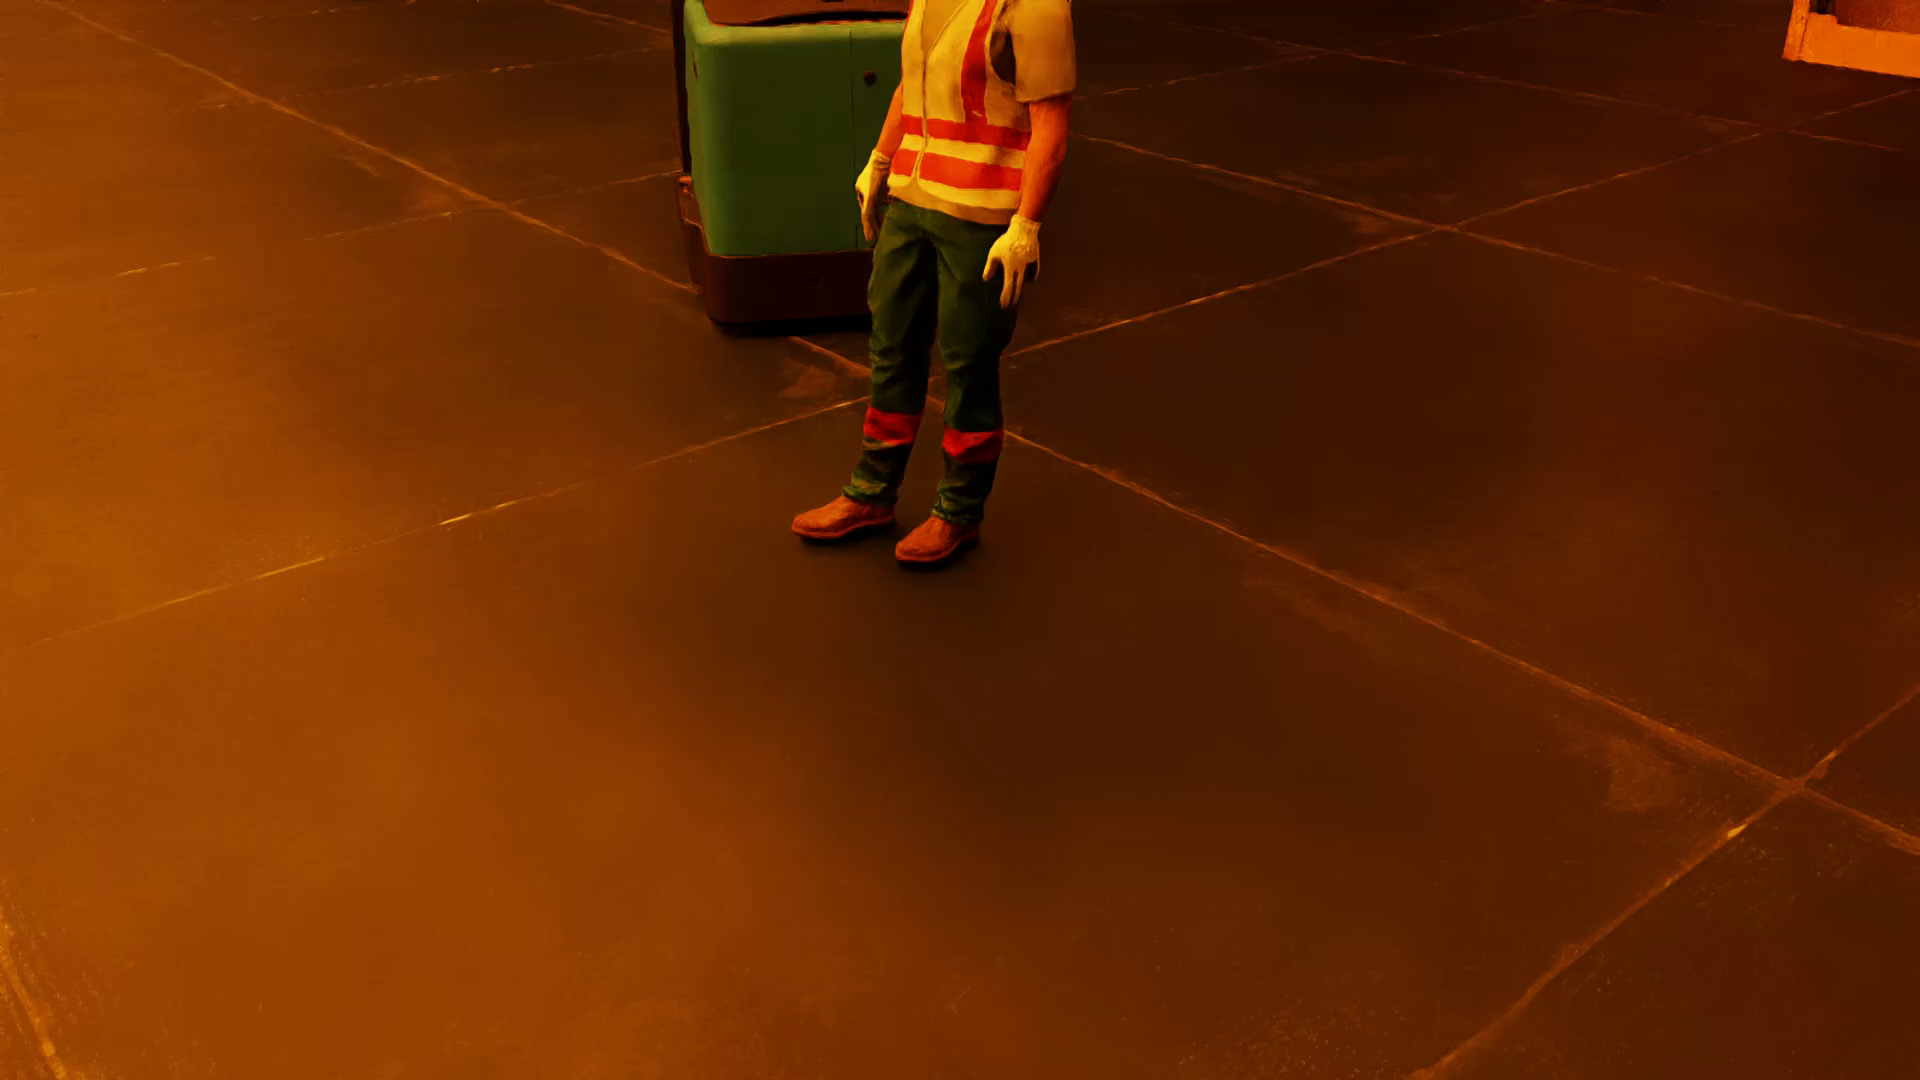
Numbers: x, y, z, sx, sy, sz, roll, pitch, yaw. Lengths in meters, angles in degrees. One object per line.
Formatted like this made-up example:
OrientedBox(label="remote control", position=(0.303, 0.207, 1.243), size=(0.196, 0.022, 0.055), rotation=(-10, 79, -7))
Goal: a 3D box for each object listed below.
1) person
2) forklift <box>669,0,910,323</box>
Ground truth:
OrientedBox(label="person", position=(-0.069, -0.789, 4.062), size=(0.563, 1.787, 0.637), rotation=(-20, 33, -35))
OrientedBox(label="forklift", position=(-0.668, -2.715, 6.677), size=(1.130, 2.935, 3.031), rotation=(-5, 27, -10))
